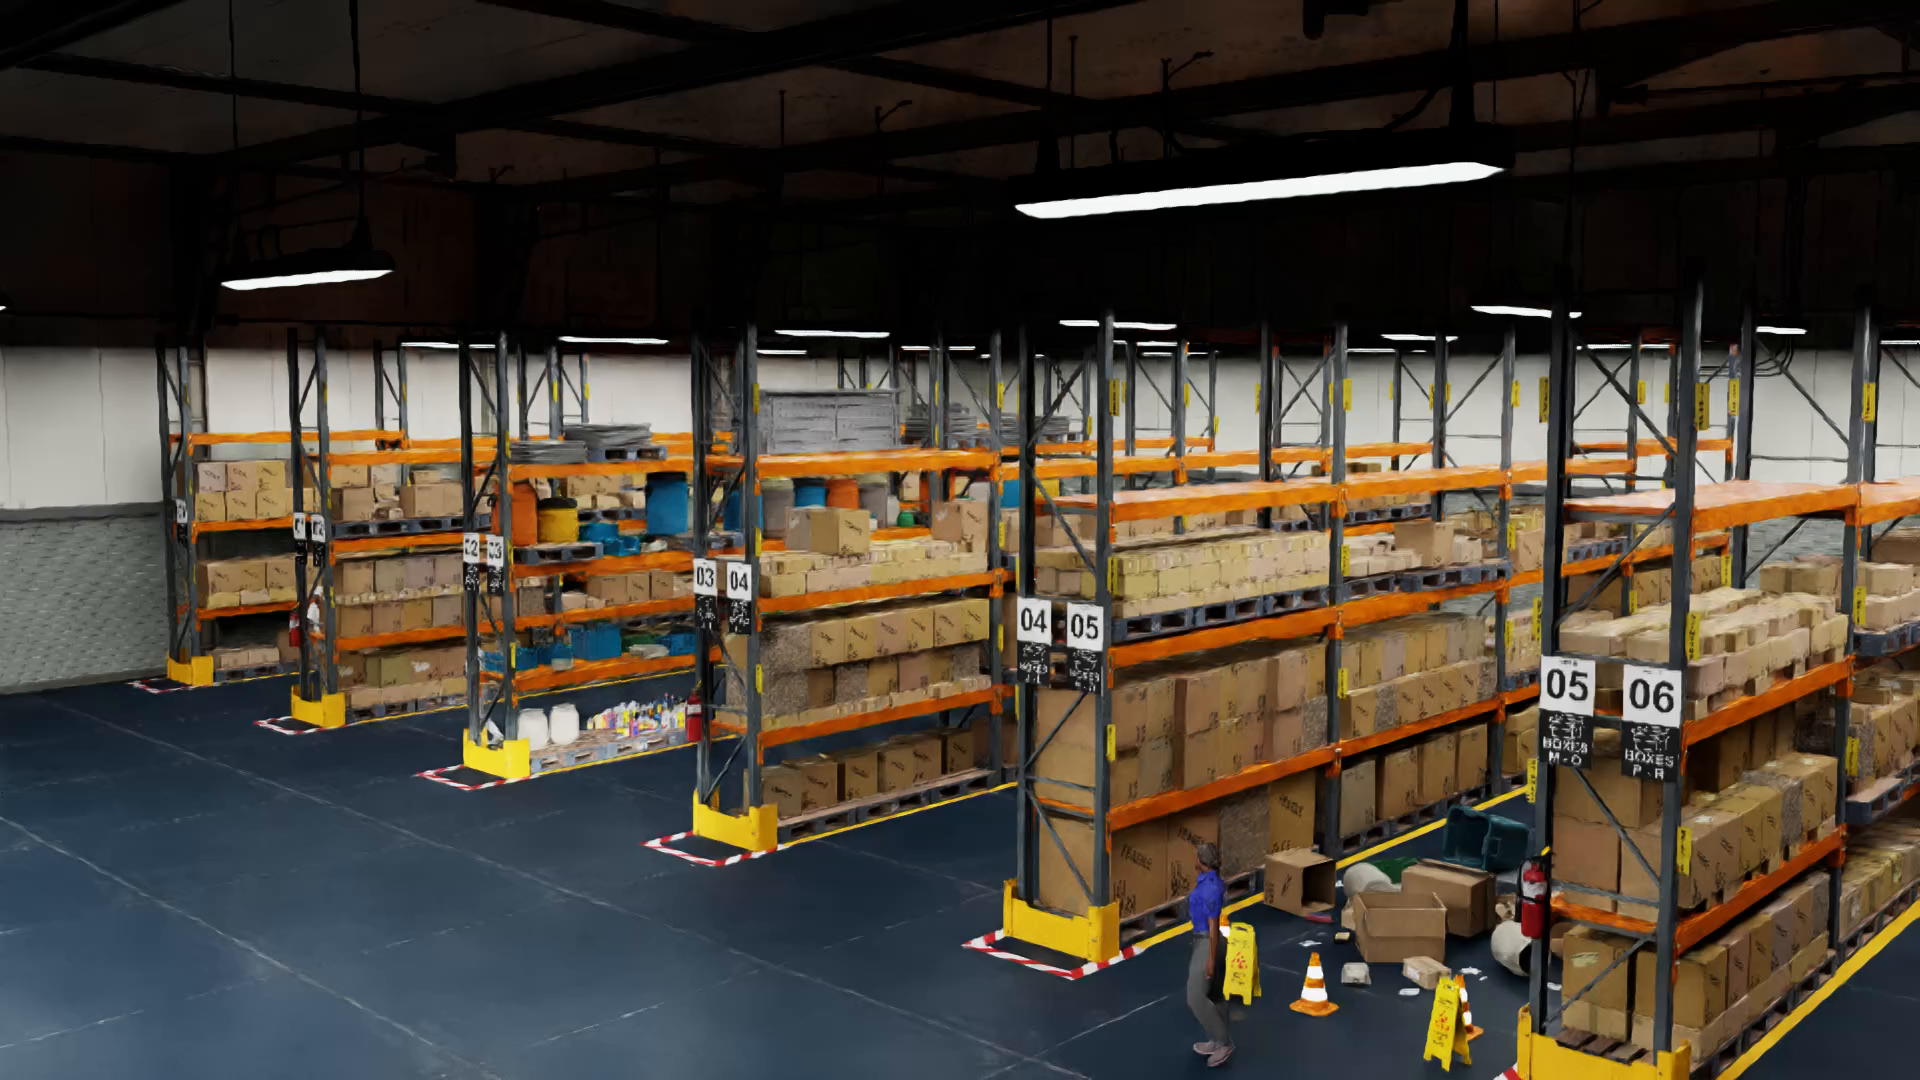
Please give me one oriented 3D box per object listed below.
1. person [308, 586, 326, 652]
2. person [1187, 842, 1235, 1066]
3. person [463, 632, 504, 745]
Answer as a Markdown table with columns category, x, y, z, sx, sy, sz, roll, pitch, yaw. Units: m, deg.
| category | x | y | z | sx | sy | sz | roll | pitch | yaw |
| --- | --- | --- | --- | --- | --- | --- | --- | --- | --- |
| person | -10.863 | 1.630 | 28.501 | 0.700 | 1.701 | 0.785 | 2 | 6 | 22 |
| person | 1.928 | 3.142 | 12.713 | 0.380 | 1.652 | 0.571 | 1 | 5 | 11 |
| person | -6.784 | 2.120 | 23.691 | 0.538 | 1.657 | 0.527 | -1 | 5 | -11 |
